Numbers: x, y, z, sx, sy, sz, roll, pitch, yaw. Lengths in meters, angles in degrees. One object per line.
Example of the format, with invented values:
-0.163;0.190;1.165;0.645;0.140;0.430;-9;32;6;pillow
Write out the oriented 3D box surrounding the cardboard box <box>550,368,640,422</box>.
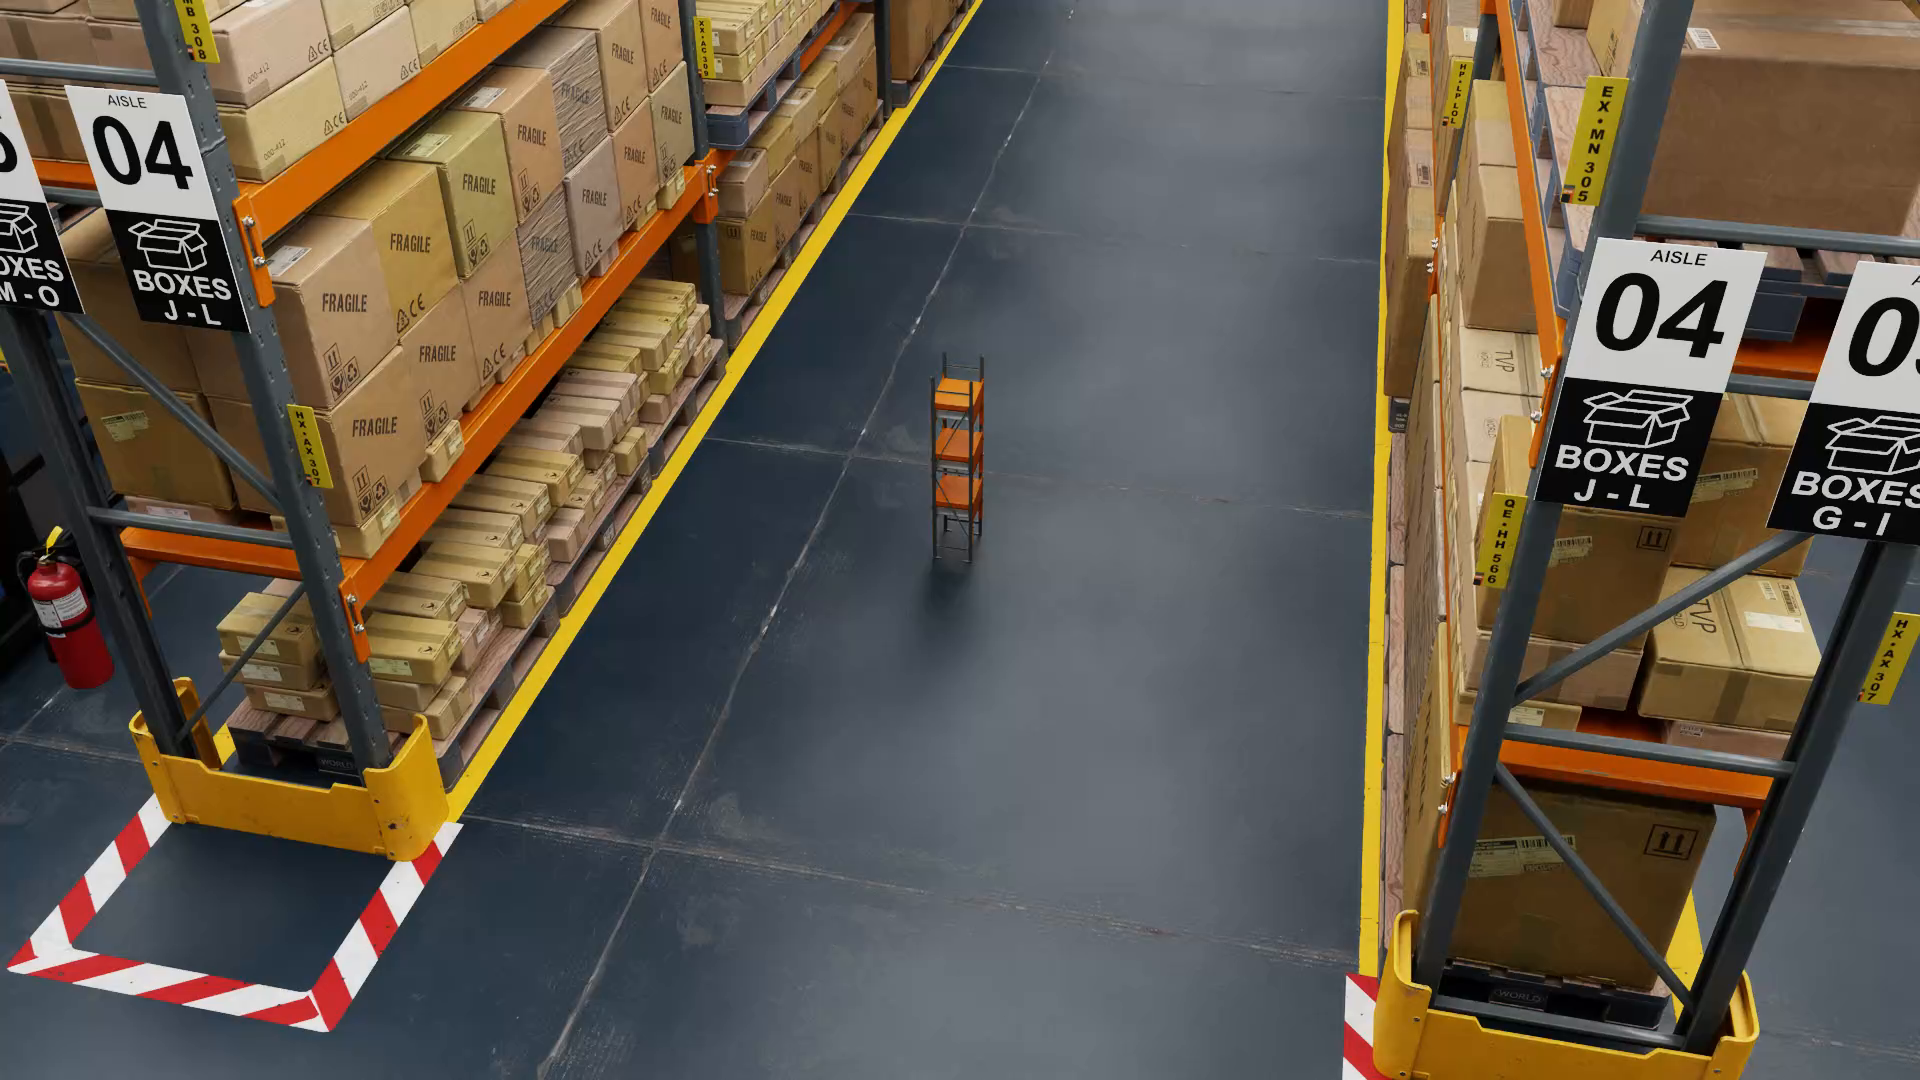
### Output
-1.875;-0.746;8.558;0.380;0.149;0.250;6;36;8;cardboard box

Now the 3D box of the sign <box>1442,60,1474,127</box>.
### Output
2.400;-2.146;8.006;0.100;0.325;0.005;7;37;10;sign

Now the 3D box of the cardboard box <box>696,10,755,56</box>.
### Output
-1.358;-2.804;9.183;0.380;0.149;0.250;9;37;12;cardboard box

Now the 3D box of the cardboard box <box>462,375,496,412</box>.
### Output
-2.229;-0.693;7.135;0.380;0.149;0.250;7;37;10;cardboard box

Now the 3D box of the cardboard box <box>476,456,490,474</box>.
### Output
-2.600;-0.411;8.349;0.380;0.149;0.250;8;37;10;cardboard box

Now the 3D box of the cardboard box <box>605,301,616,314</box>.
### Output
-2.168;-1.412;9.477;0.380;0.149;0.250;9;37;12;cardboard box

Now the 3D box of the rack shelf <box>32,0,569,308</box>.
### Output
-2.319;-2.104;6.923;1.077;0.370;4.000;7;37;10;rack shelf

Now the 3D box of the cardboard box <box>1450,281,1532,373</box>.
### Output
2.360;-0.888;7.064;0.500;0.250;0.500;8;37;11;cardboard box

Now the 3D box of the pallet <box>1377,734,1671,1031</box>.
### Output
2.172;1.307;6.537;1.003;0.211;1.213;7;37;10;pallet

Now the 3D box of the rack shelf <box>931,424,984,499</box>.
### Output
-0.011;-0.386;8.176;0.215;0.259;0.240;7;37;10;rack shelf

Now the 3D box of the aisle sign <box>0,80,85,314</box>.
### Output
-3.055;-1.082;5.242;0.394;0.787;0.004;7;37;10;aisle sign

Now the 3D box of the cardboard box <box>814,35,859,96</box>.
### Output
-1.024;-3.366;11.741;0.500;0.250;0.500;8;37;11;cardboard box

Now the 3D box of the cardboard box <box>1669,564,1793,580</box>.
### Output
2.549;0.046;5.775;0.500;0.250;0.500;7;37;9;cardboard box

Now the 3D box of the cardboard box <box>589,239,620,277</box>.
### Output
-1.896;-1.421;8.139;0.380;0.149;0.250;6;36;8;cardboard box

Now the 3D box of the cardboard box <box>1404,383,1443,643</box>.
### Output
2.521;-0.073;7.517;0.875;0.875;0.875;7;37;10;cardboard box

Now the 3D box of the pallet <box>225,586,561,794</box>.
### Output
-2.522;0.591;7.526;1.003;0.211;1.213;7;37;10;pallet

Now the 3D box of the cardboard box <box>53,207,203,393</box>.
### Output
-2.891;-0.893;6.006;0.500;0.500;0.500;7;36;9;cardboard box

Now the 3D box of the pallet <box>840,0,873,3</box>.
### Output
-1.085;-4.121;11.813;1.213;0.211;1.003;7;37;10;pallet

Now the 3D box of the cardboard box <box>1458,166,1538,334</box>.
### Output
2.361;-1.188;6.838;0.500;0.500;0.500;6;36;8;cardboard box

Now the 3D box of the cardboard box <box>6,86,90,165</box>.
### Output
-2.907;-1.481;5.580;0.500;0.250;0.500;7;36;9;cardboard box

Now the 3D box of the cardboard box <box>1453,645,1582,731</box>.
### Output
1.832;0.502;5.485;0.380;0.149;0.250;8;37;11;cardboard box

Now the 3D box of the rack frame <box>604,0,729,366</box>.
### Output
-1.892;-2.327;9.175;1.000;3.000;0.127;7;37;10;rack frame

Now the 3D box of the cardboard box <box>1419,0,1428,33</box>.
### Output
4.250;-4.458;13.871;0.700;0.500;0.500;4;36;6;cardboard box

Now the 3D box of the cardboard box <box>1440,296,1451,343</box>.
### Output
2.378;-0.965;7.510;0.380;0.149;0.250;6;36;9;cardboard box

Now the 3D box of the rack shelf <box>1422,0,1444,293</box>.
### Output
3.360;-2.503;10.030;1.077;0.370;4.000;7;37;10;rack shelf

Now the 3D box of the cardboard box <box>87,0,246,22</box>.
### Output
-2.454;-1.709;5.127;0.380;0.149;0.250;7;37;10;cardboard box

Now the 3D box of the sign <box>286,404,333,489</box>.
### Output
-2.216;-0.316;5.663;0.100;0.325;0.005;7;37;10;sign

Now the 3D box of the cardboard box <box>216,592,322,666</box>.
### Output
-2.880;0.374;7.012;0.380;0.149;0.250;8;37;11;cardboard box

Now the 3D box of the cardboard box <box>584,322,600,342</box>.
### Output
-2.248;-1.139;9.354;0.380;0.149;0.250;8;37;10;cardboard box

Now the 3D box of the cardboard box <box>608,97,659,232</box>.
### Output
-1.831;-1.878;8.216;0.500;0.500;0.500;6;36;9;cardboard box

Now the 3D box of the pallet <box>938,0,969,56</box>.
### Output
-0.532;-4.631;14.730;1.003;0.211;1.213;7;37;10;pallet

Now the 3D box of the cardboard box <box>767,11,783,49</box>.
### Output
-1.250;-2.981;9.679;0.380;0.149;0.250;8;37;11;cardboard box

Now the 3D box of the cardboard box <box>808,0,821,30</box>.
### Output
-1.084;-3.313;10.391;0.380;0.149;0.250;7;36;9;cardboard box

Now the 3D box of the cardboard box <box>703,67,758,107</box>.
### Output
-1.358;-2.563;9.357;0.380;0.149;0.250;6;36;8;cardboard box

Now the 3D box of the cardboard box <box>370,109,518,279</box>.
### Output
-2.156;-1.409;6.718;0.500;0.500;0.500;7;36;9;cardboard box

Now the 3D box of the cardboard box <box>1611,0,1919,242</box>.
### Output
2.137;-1.124;4.431;0.700;0.500;0.500;5;36;7;cardboard box

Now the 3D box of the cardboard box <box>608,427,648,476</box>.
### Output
-1.863;-0.482;8.700;0.380;0.149;0.250;7;37;10;cardboard box

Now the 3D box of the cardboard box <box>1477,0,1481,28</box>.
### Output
3.336;-3.211;9.455;0.797;0.503;0.637;8;37;11;cardboard box

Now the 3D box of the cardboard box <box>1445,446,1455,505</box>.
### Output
2.104;-0.232;6.499;0.380;0.149;0.250;7;37;10;cardboard box

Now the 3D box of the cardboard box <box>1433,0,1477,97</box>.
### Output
3.094;-2.860;9.825;0.500;0.500;0.500;7;37;10;cardboard box

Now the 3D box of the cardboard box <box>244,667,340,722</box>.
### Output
-2.837;0.623;7.176;0.380;0.149;0.250;8;37;11;cardboard box

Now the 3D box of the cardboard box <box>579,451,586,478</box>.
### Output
-2.094;-0.351;8.267;0.380;0.149;0.250;9;37;12;cardboard box

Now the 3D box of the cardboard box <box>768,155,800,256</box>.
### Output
-1.363;-2.179;10.742;0.500;0.500;0.500;9;37;12;cardboard box

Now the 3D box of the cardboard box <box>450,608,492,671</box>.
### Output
-2.270;0.412;7.214;0.380;0.149;0.250;7;37;10;cardboard box

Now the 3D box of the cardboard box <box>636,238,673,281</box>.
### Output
-1.980;-1.941;10.414;0.500;0.500;0.500;7;36;9;cardboard box

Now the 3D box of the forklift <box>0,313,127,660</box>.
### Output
-4.778;-1.010;7.416;1.130;2.935;3.031;8;37;11;forklift

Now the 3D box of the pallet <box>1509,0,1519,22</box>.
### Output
2.747;-2.358;6.737;1.003;0.211;1.213;7;37;10;pallet

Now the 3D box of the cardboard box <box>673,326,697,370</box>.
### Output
-1.694;-1.086;9.280;0.380;0.149;0.250;6;36;8;cardboard box

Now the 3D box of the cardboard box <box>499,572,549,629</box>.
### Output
-2.137;0.254;7.685;0.380;0.149;0.250;8;37;11;cardboard box

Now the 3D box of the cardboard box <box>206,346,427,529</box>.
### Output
-2.380;-0.417;6.201;0.500;0.500;0.500;9;37;12;cardboard box

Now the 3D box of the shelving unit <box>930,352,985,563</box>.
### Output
-0.011;-0.394;8.170;0.215;1.050;0.252;7;37;10;shelving unit

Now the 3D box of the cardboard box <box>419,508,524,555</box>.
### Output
-2.210;-0.002;7.532;0.380;0.149;0.250;6;36;8;cardboard box
